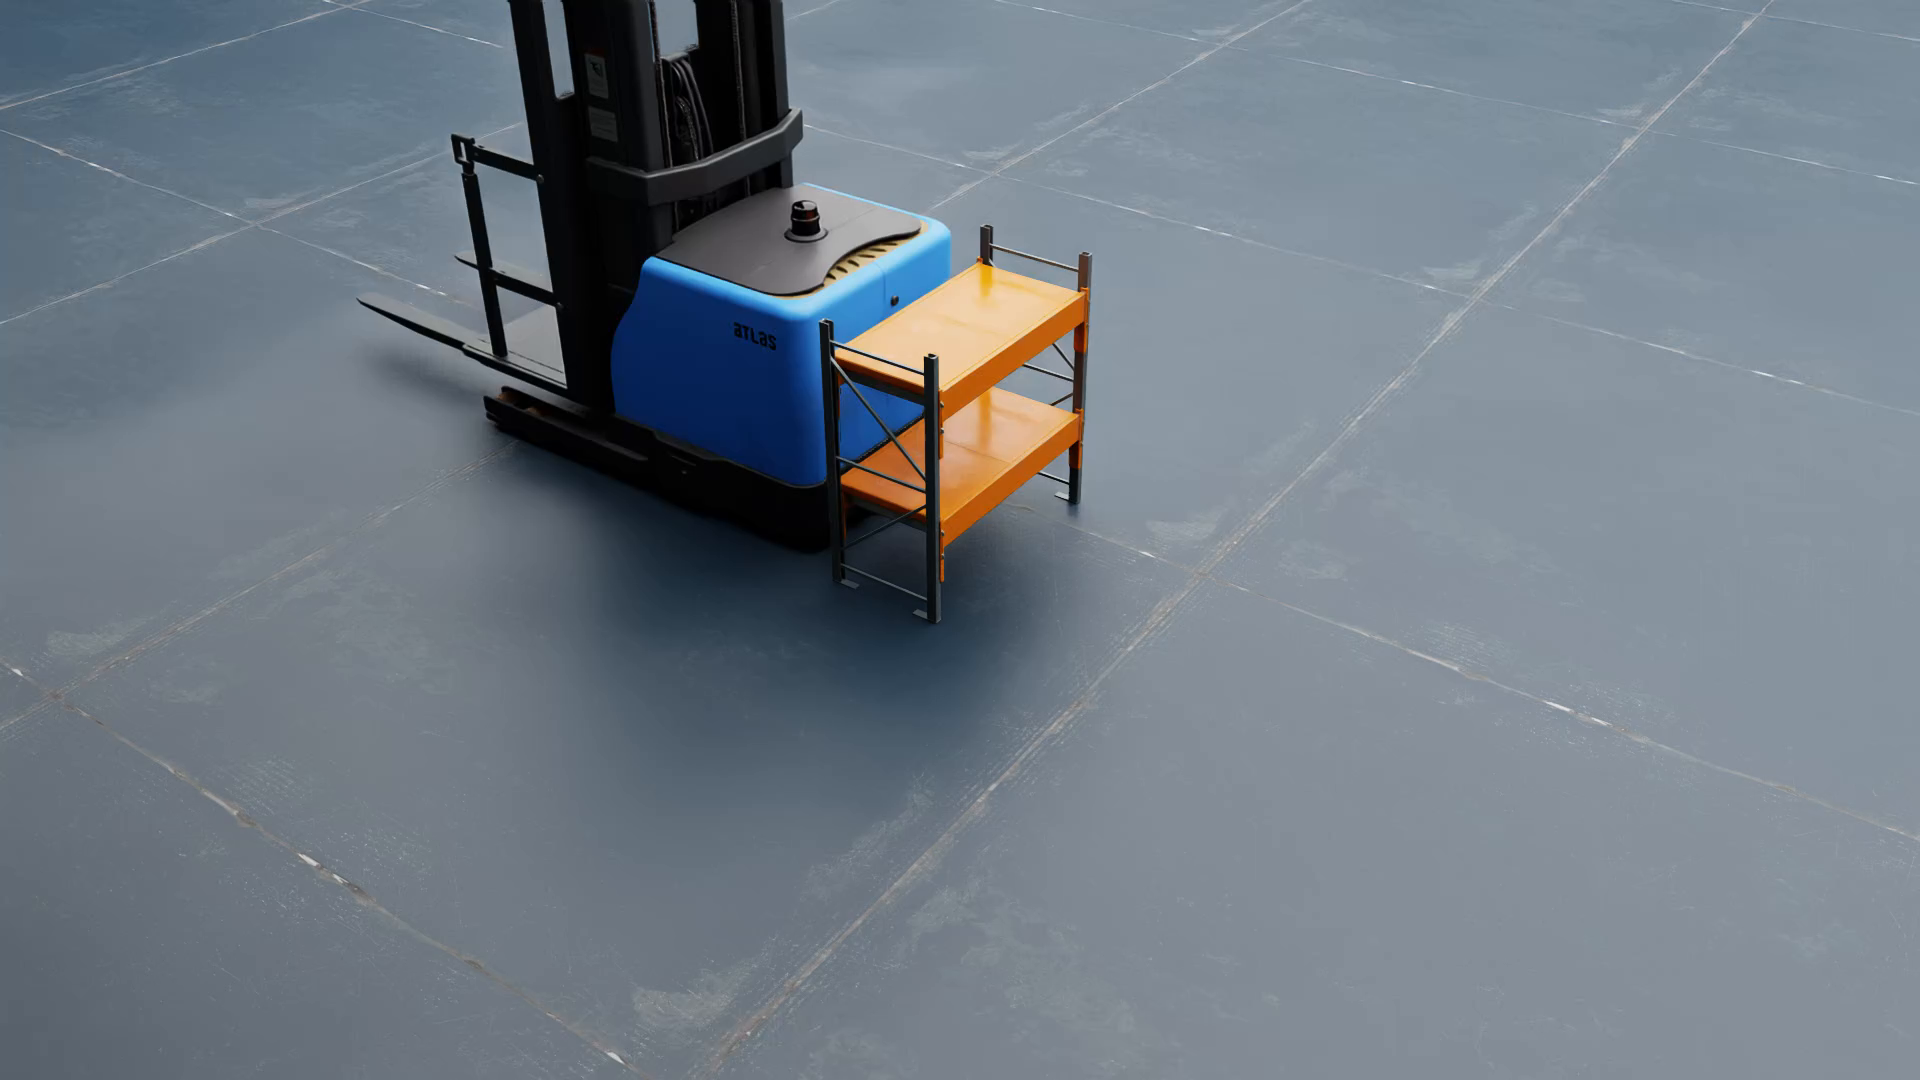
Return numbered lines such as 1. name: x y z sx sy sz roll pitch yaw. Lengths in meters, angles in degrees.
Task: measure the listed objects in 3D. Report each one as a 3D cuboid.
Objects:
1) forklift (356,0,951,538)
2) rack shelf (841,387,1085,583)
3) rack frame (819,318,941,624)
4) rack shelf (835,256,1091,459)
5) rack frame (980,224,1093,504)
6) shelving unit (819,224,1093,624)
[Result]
1. forklift: -1.516 -1.869 6.897 3.031 2.935 1.130 22 40 29
2. rack shelf: 0.004 -0.267 6.576 0.538 0.278 1.000 21 39 28
3. rack frame: -0.286 -0.235 6.094 0.500 1.125 0.032 21 39 28
4. rack shelf: 0.004 -0.712 6.276 0.538 0.278 1.000 21 39 28
5. rack frame: 0.294 -0.703 6.785 0.500 1.125 0.032 21 39 28
6. shelving unit: 0.004 -0.469 6.439 0.538 1.125 1.048 21 39 28
